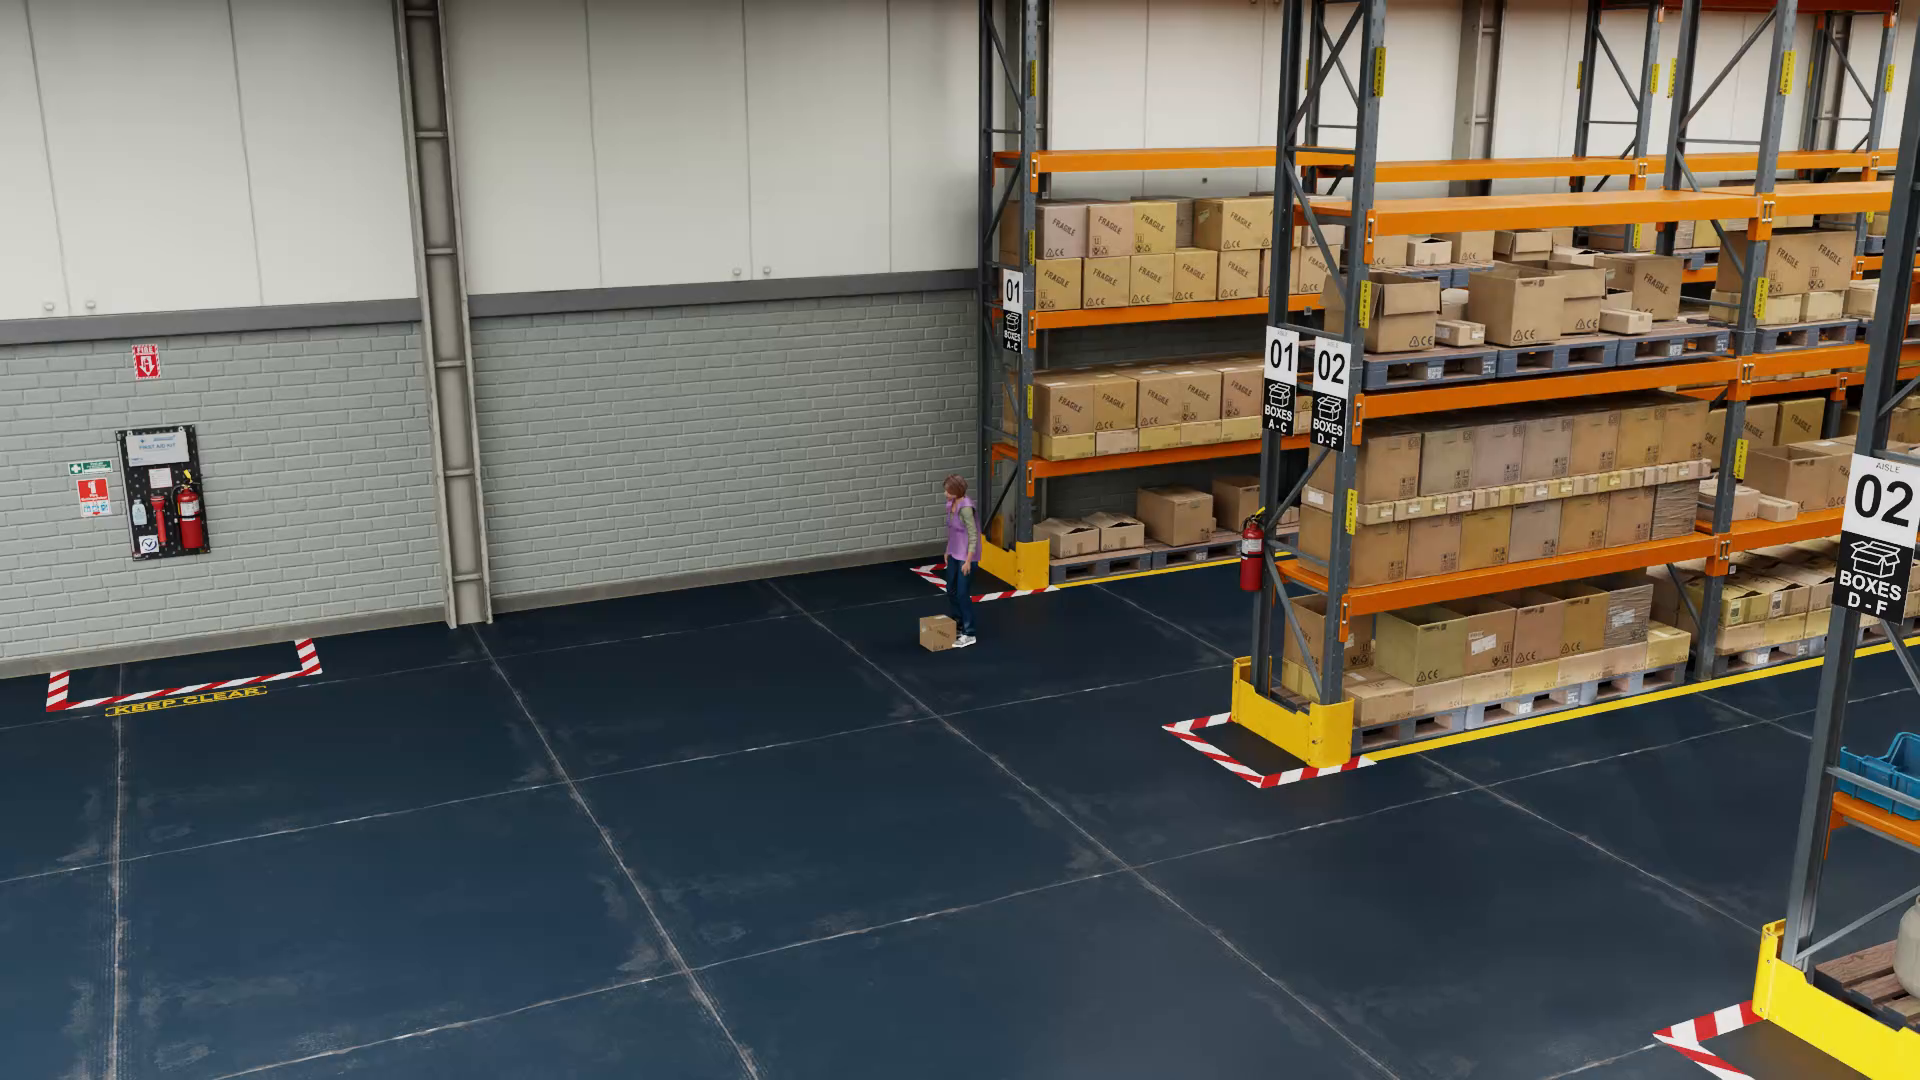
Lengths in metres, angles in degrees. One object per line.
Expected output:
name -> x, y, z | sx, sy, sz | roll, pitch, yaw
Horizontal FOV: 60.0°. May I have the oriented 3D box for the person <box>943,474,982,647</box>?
person -> 0.006, 0.172, 15.117 | 0.347, 1.593, 0.465 | -7, 17, -25
